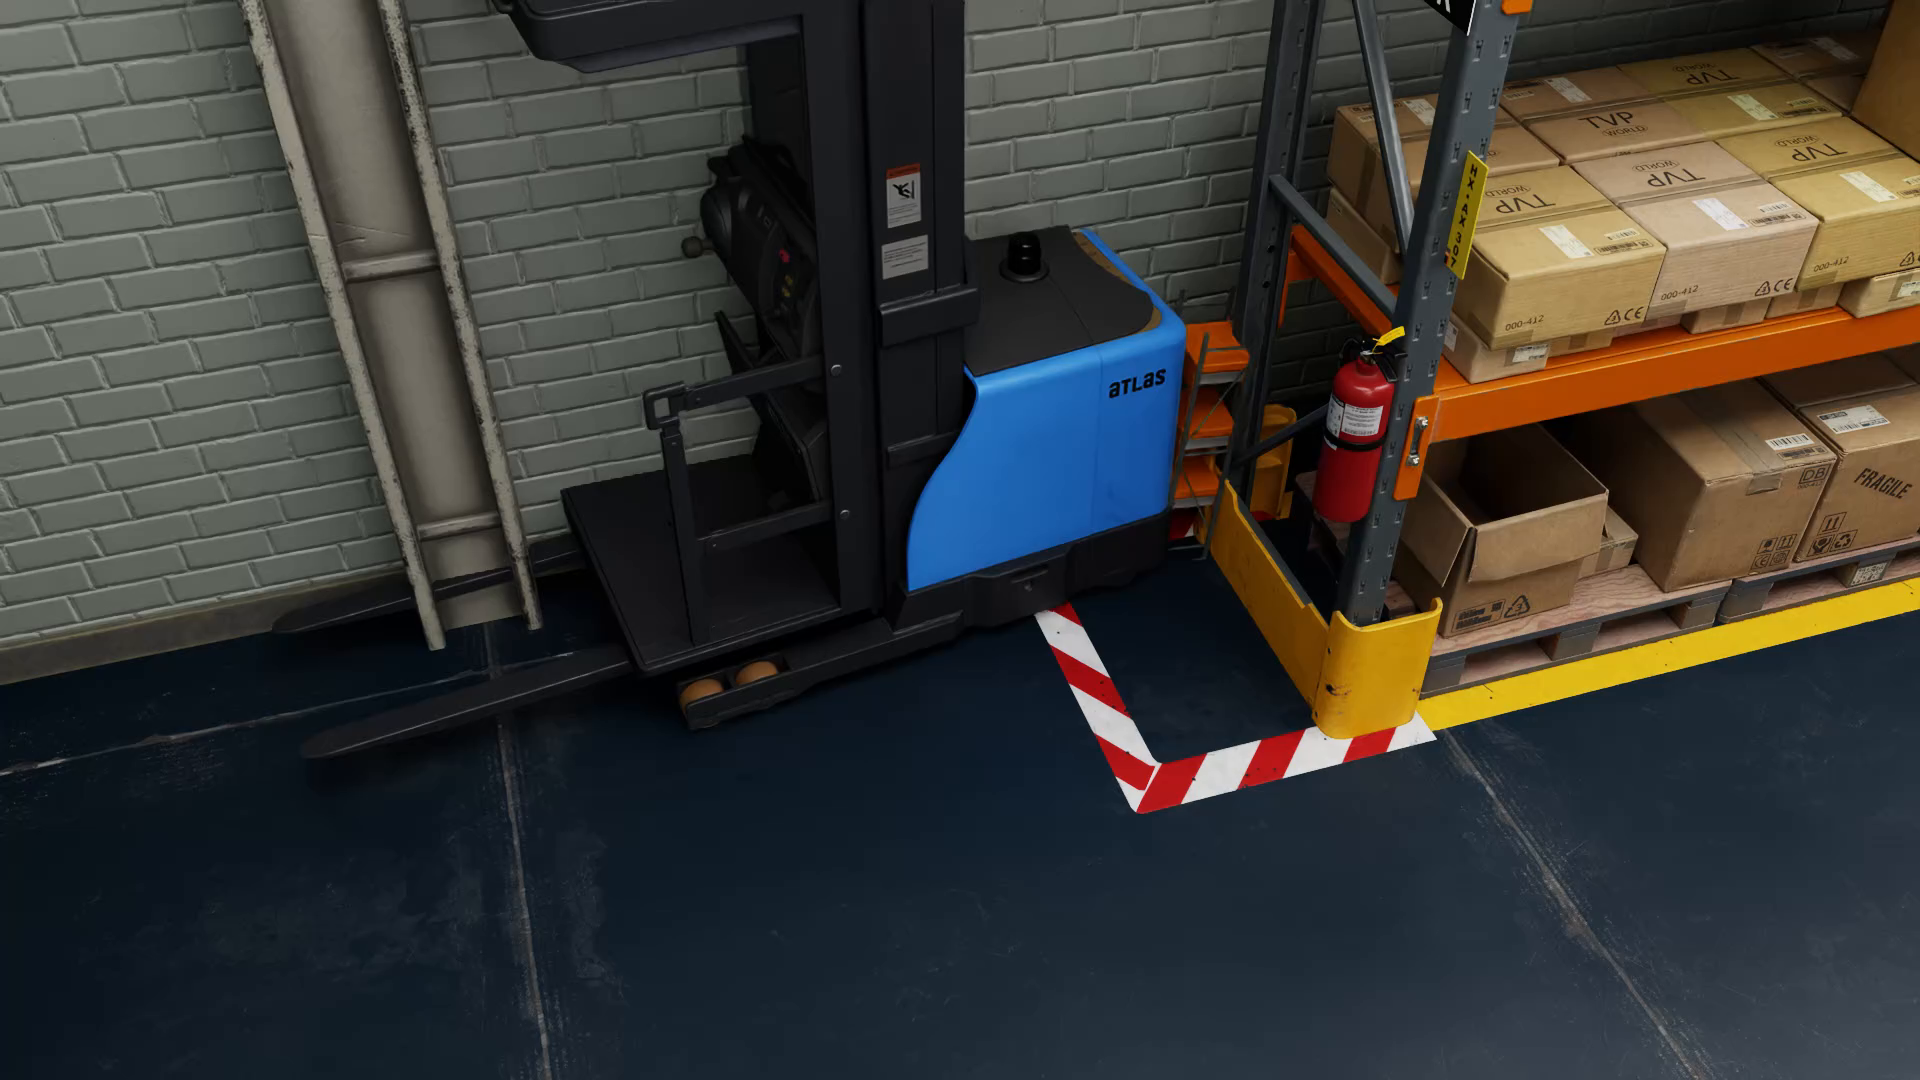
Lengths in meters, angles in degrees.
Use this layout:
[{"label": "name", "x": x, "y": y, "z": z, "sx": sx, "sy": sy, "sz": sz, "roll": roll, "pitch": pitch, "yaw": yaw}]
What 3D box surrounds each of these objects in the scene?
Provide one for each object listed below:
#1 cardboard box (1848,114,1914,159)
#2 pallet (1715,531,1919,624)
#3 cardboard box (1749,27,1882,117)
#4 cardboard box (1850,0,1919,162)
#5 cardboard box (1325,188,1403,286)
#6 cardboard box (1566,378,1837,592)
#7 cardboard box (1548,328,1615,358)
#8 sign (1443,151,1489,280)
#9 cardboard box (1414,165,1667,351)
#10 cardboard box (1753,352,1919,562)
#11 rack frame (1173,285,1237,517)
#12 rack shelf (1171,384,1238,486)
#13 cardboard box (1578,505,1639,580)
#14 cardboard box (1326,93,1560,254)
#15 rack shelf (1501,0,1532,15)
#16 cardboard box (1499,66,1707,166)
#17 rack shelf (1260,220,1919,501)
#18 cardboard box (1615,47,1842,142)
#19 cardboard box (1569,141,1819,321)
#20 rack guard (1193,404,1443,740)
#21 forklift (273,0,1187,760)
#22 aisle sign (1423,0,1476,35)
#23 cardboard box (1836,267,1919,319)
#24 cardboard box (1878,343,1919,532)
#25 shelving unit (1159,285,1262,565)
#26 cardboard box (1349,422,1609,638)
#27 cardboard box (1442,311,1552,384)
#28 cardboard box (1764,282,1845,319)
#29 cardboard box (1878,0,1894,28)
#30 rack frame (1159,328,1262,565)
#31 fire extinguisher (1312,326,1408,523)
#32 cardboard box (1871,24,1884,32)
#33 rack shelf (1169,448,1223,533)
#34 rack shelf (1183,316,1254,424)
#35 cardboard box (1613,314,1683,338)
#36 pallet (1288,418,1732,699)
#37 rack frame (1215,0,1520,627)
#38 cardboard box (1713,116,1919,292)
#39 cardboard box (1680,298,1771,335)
[{"label": "cardboard box", "x": 3.090, "y": -1.137, "z": 5.160, "sx": 0.500, "sy": 0.250, "sz": 0.500, "roll": -13, "pitch": 43, "yaw": -14}, {"label": "pallet", "x": 3.125, "y": -0.206, "z": 6.326, "sx": 1.213, "sy": 0.211, "sz": 1.003, "roll": -12, "pitch": 42, "yaw": -13}, {"label": "cardboard box", "x": 2.955, "y": -1.457, "z": 5.526, "sx": 0.500, "sy": 0.250, "sz": 0.500, "roll": -12, "pitch": 43, "yaw": -13}, {"label": "cardboard box", "x": 3.075, "y": -1.400, "z": 4.891, "sx": 0.500, "sy": 0.500, "sz": 0.500, "roll": -11, "pitch": 42, "yaw": -12}, {"label": "cardboard box", "x": 1.367, "y": -0.984, "z": 5.288, "sx": 0.250, "sy": 0.149, "sz": 0.380, "roll": -12, "pitch": 43, "yaw": -14}, {"label": "cardboard box", "x": 2.570, "y": -0.268, "z": 5.857, "sx": 0.500, "sy": 0.500, "sz": 0.700, "roll": -10, "pitch": 42, "yaw": -11}, {"label": "cardboard box", "x": 1.756, "y": -0.722, "z": 4.988, "sx": 0.250, "sy": 0.149, "sz": 0.380, "roll": -11, "pitch": 42, "yaw": -12}, {"label": "sign", "x": 1.294, "y": -0.830, "z": 4.263, "sx": 0.005, "sy": 0.325, "sz": 0.100, "roll": -12, "pitch": 42, "yaw": -13}, {"label": "cardboard box", "x": 1.645, "y": -0.821, "z": 4.798, "sx": 0.500, "sy": 0.250, "sz": 0.500, "roll": -11, "pitch": 42, "yaw": -13}, {"label": "cardboard box", "x": 3.104, "y": -0.309, "z": 5.905, "sx": 0.500, "sy": 0.500, "sz": 0.500, "roll": -11, "pitch": 42, "yaw": -12}, {"label": "rack frame", "x": 0.797, "y": -0.467, "z": 5.951, "sx": 0.200, "sy": 1.050, "sz": 0.008, "roll": -6, "pitch": 44, "yaw": -13}, {"label": "rack shelf", "x": 0.825, "y": -0.377, "z": 5.874, "sx": 0.215, "sy": 0.259, "sz": 0.240, "roll": -6, "pitch": 44, "yaw": -13}, {"label": "cardboard box", "x": 2.160, "y": -0.050, "z": 5.875, "sx": 0.250, "sy": 0.149, "sz": 0.380, "roll": -13, "pitch": 43, "yaw": -15}, {"label": "cardboard box", "x": 1.490, "y": -1.158, "z": 5.183, "sx": 0.500, "sy": 0.250, "sz": 0.500, "roll": -11, "pitch": 42, "yaw": -12}, {"label": "rack shelf", "x": 3.039, "y": -2.099, "z": 4.639, "sx": 4.000, "sy": 0.370, "sz": 1.077, "roll": -12, "pitch": 42, "yaw": -13}, {"label": "cardboard box", "x": 1.982, "y": -1.259, "z": 5.299, "sx": 0.500, "sy": 0.250, "sz": 0.500, "roll": -12, "pitch": 42, "yaw": -13}, {"label": "rack shelf", "x": 3.039, "y": -0.969, "z": 5.626, "sx": 4.000, "sy": 0.370, "sz": 1.077, "roll": -12, "pitch": 42, "yaw": -13}, {"label": "cardboard box", "x": 2.456, "y": -1.354, "z": 5.408, "sx": 0.500, "sy": 0.250, "sz": 0.500, "roll": -10, "pitch": 42, "yaw": -12}, {"label": "cardboard box", "x": 2.126, "y": -0.921, "z": 4.912, "sx": 0.500, "sy": 0.250, "sz": 0.500, "roll": -11, "pitch": 42, "yaw": -13}, {"label": "rack guard", "x": 1.204, "y": 0.082, "z": 5.777, "sx": 0.348, "sy": 0.500, "sz": 1.175, "roll": -12, "pitch": 42, "yaw": -13}, {"label": "forklift", "x": -0.798, "y": -0.876, "z": 5.025, "sx": 3.031, "sy": 2.935, "sz": 1.130, "roll": -17, "pitch": 44, "yaw": -18}, {"label": "aisle sign", "x": 1.154, "y": -1.626, "z": 3.855, "sx": 0.004, "sy": 0.787, "sz": 0.394, "roll": -12, "pitch": 42, "yaw": -13}, {"label": "cardboard box", "x": 2.771, "y": -0.866, "z": 5.153, "sx": 0.250, "sy": 0.149, "sz": 0.380, "roll": -13, "pitch": 43, "yaw": -14}, {"label": "cardboard box", "x": 3.560, "y": -0.473, "z": 6.092, "sx": 0.500, "sy": 0.500, "sz": 0.700, "roll": -13, "pitch": 43, "yaw": -15}, {"label": "shelving unit", "x": 0.825, "y": -0.384, "z": 5.866, "sx": 0.215, "sy": 1.050, "sz": 0.252, "roll": -6, "pitch": 44, "yaw": -13}, {"label": "cardboard box", "x": 1.743, "y": -0.124, "z": 5.691, "sx": 0.637, "sy": 0.503, "sz": 0.797, "roll": -13, "pitch": 43, "yaw": -15}, {"label": "cardboard box", "x": 1.527, "y": -0.643, "z": 4.897, "sx": 0.250, "sy": 0.149, "sz": 0.380, "roll": -12, "pitch": 43, "yaw": -13}, {"label": "cardboard box", "x": 2.507, "y": -0.864, "z": 5.150, "sx": 0.250, "sy": 0.149, "sz": 0.380, "roll": -11, "pitch": 42, "yaw": -12}, {"label": "cardboard box", "x": 3.446, "y": -1.846, "z": 5.401, "sx": 0.500, "sy": 0.500, "sz": 0.500, "roll": -13, "pitch": 43, "yaw": -14}, {"label": "rack frame", "x": 0.854, "y": -0.301, "z": 5.781, "sx": 0.200, "sy": 1.050, "sz": 0.008, "roll": -6, "pitch": 44, "yaw": -13}, {"label": "fire extinguisher", "x": 1.130, "y": -0.356, "z": 4.720, "sx": 0.183, "sy": 0.674, "sz": 0.296, "roll": -12, "pitch": 42, "yaw": -13}, {"label": "cardboard box", "x": 3.424, "y": -1.558, "z": 5.642, "sx": 0.500, "sy": 0.250, "sz": 0.500, "roll": -11, "pitch": 42, "yaw": -12}, {"label": "rack shelf", "x": 0.804, "y": -0.175, "z": 6.064, "sx": 0.215, "sy": 0.259, "sz": 0.240, "roll": -6, "pitch": 44, "yaw": -13}, {"label": "rack shelf", "x": 0.846, "y": -0.583, "z": 5.680, "sx": 0.215, "sy": 0.259, "sz": 0.240, "roll": -6, "pitch": 44, "yaw": -13}, {"label": "cardboard box", "x": 1.996, "y": -0.796, "z": 5.072, "sx": 0.250, "sy": 0.149, "sz": 0.380, "roll": -12, "pitch": 43, "yaw": -14}, {"label": "pallet", "x": 1.964, "y": 0.032, "z": 6.053, "sx": 1.213, "sy": 0.211, "sz": 1.003, "roll": -12, "pitch": 42, "yaw": -13}, {"label": "rack frame", "x": 1.131, "y": -0.845, "z": 4.937, "sx": 0.127, "sy": 3.000, "sz": 1.000, "roll": -12, "pitch": 42, "yaw": -13}, {"label": "cardboard box", "x": 2.608, "y": -1.023, "z": 5.029, "sx": 0.500, "sy": 0.250, "sz": 0.500, "roll": -12, "pitch": 43, "yaw": -14}, {"label": "cardboard box", "x": 2.256, "y": -0.808, "z": 5.085, "sx": 0.250, "sy": 0.149, "sz": 0.380, "roll": -10, "pitch": 42, "yaw": -12}]
